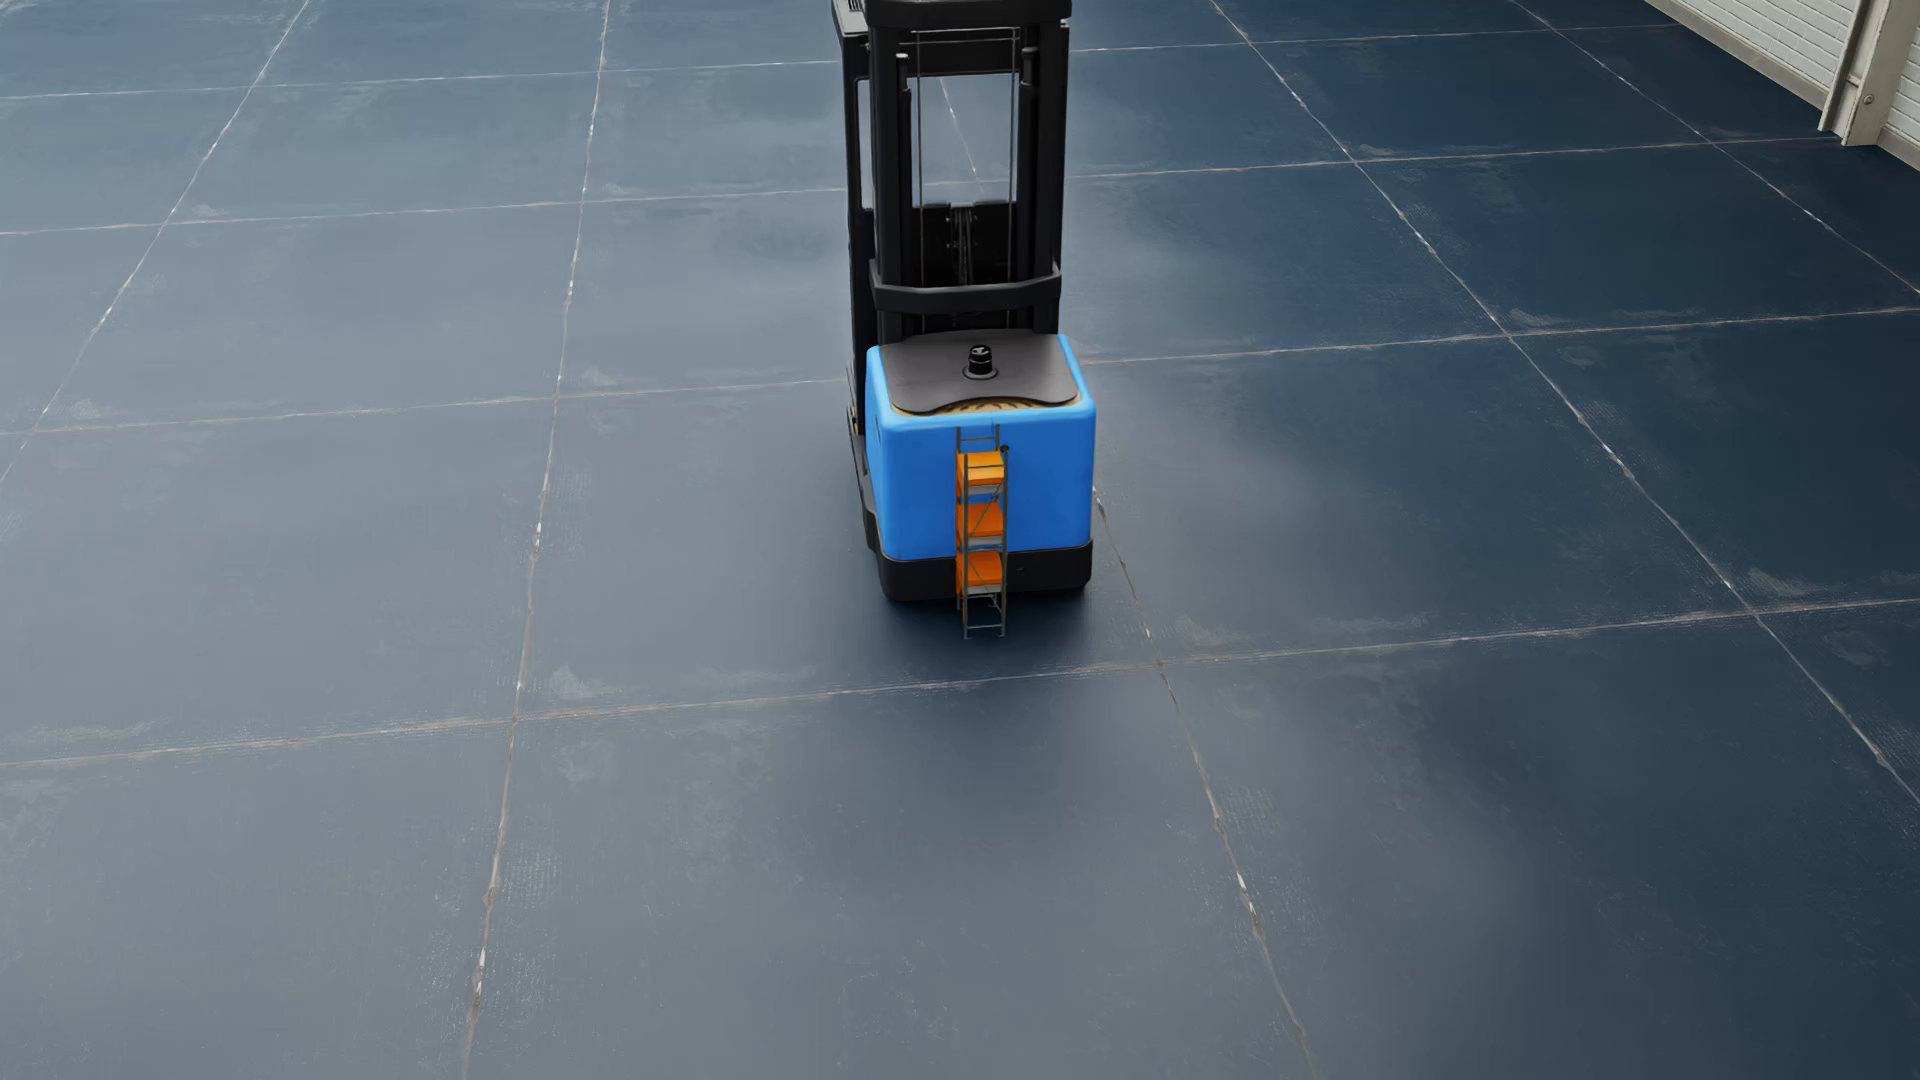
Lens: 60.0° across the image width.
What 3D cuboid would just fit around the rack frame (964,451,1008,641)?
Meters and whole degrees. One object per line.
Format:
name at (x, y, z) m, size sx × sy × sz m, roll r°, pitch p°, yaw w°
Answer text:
rack frame at (0.118, 0.042, 7.756) m, size 0.200 × 1.050 × 0.008 m, roll -4°, pitch 35°, yaw -7°

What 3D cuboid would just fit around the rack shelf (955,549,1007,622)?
rack shelf at (0.101, 0.213, 8.018) m, size 0.215 × 0.259 × 0.240 m, roll -4°, pitch 35°, yaw -7°

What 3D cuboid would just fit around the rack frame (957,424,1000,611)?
rack frame at (0.084, -0.094, 7.955) m, size 0.200 × 1.050 × 0.008 m, roll -4°, pitch 35°, yaw -7°

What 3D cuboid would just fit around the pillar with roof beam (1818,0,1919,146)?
pillar with roof beam at (2.996, -6.693, 10.581) m, size 9.100 × 9.000 × 0.400 m, roll -4°, pitch 35°, yaw -6°

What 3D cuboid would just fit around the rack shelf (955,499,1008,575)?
rack shelf at (0.101, -0.017, 7.861) m, size 0.215 × 0.259 × 0.240 m, roll -4°, pitch 35°, yaw -7°

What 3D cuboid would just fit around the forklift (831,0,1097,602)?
forklift at (-0.057, -1.726, 8.680) m, size 1.130 × 2.935 × 3.031 m, roll -4°, pitch 35°, yaw -7°

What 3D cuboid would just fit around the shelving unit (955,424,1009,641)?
shelving unit at (0.101, -0.026, 7.855) m, size 0.215 × 1.050 × 0.252 m, roll -4°, pitch 35°, yaw -7°

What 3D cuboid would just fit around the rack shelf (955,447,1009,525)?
rack shelf at (0.101, -0.251, 7.702) m, size 0.215 × 0.259 × 0.240 m, roll -4°, pitch 35°, yaw -7°
